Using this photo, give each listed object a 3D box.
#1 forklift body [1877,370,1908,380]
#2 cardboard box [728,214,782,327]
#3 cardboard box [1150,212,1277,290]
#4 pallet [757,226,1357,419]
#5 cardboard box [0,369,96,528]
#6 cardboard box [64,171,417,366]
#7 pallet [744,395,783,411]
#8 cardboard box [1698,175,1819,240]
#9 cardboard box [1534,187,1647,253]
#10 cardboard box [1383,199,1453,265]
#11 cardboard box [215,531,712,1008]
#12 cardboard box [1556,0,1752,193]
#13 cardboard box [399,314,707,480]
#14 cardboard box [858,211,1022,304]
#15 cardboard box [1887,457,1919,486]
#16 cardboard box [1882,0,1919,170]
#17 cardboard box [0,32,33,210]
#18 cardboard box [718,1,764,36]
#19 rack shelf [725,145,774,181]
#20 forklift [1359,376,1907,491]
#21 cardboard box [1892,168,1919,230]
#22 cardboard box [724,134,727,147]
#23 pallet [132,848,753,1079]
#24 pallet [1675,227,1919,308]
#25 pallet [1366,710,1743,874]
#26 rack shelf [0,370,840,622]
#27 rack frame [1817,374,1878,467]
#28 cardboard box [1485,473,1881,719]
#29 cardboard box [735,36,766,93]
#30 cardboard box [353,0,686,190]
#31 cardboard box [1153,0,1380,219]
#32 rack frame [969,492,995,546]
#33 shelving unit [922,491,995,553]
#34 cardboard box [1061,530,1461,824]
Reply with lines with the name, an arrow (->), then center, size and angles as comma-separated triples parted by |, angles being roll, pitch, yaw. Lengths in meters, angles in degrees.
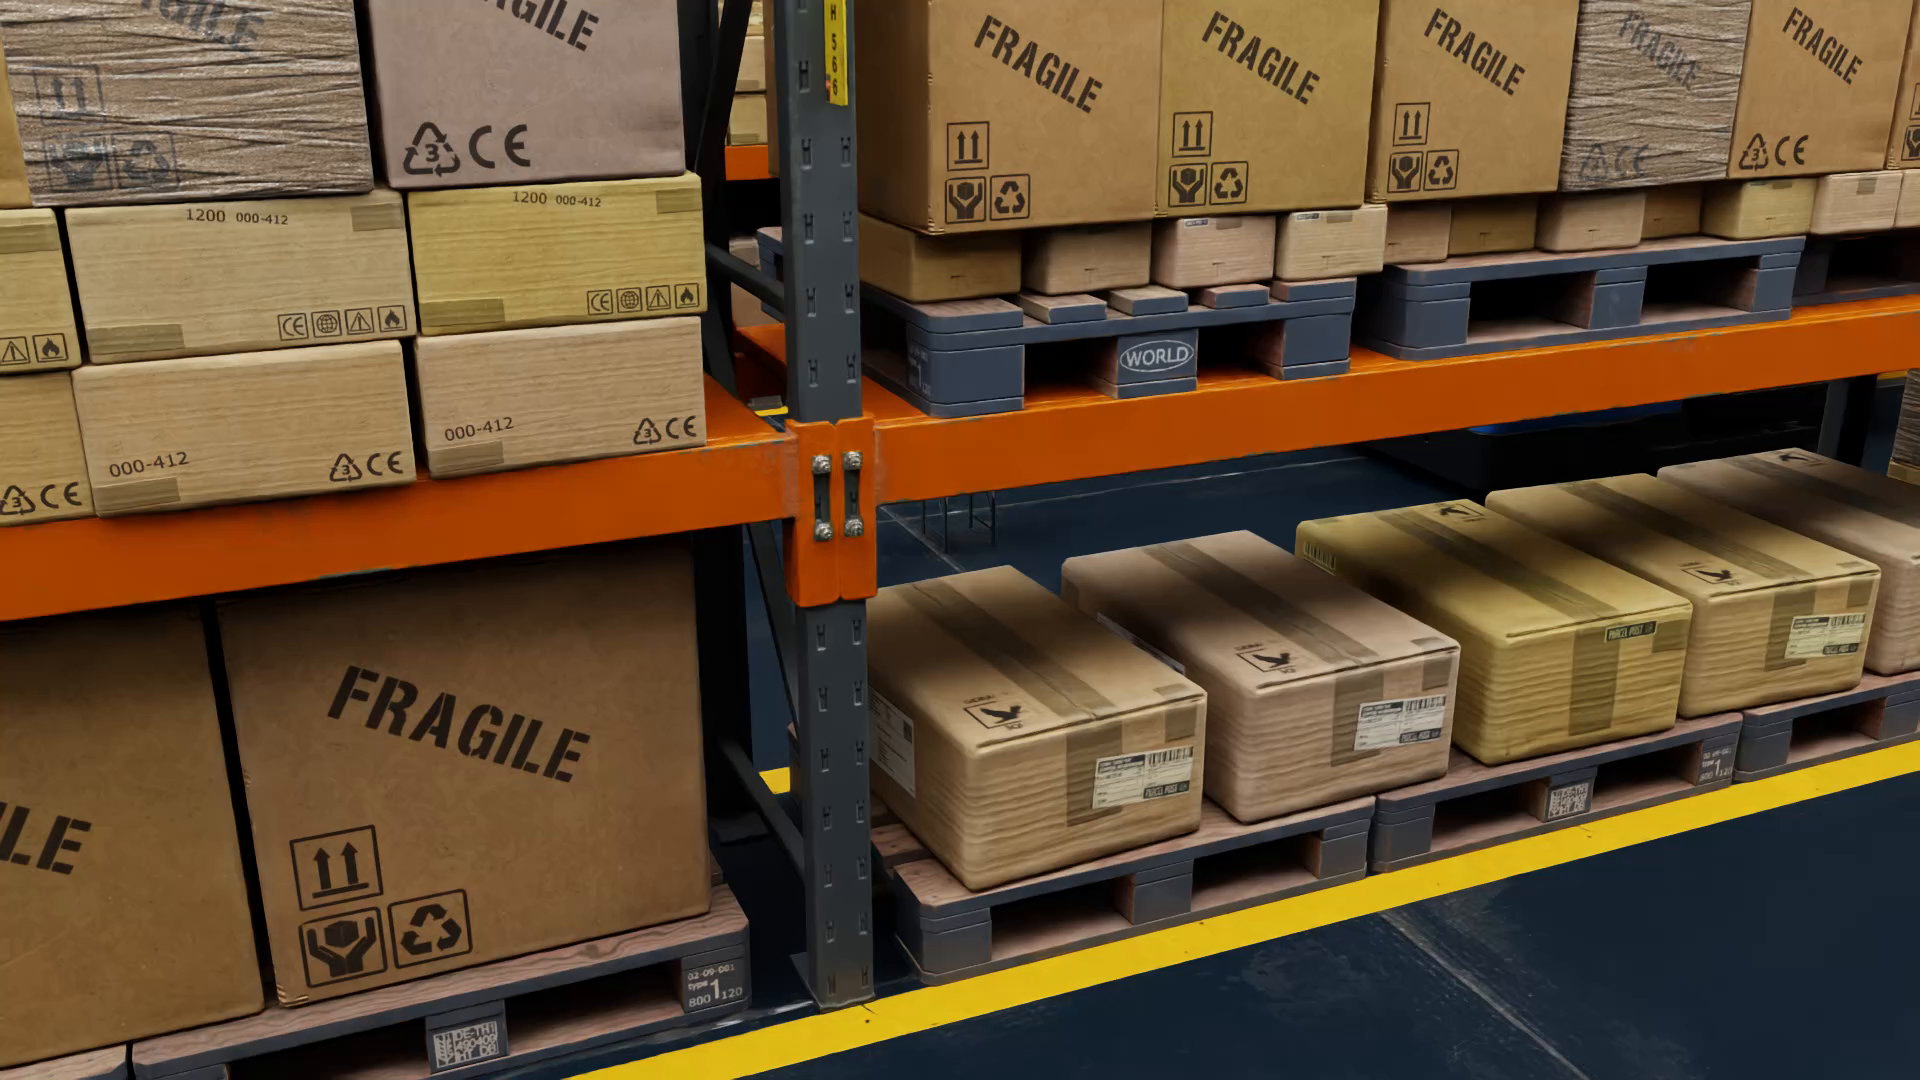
forklift body -> 3.917, -1.906, 8.698 | 1.214, 2.155, 2.313 | -8, 21, -22
cardboard box -> -1.235, -1.304, 8.653 | 0.625, 0.625, 0.875 | -7, 21, -20
cardboard box -> 0.474, -0.662, 3.630 | 0.250, 0.149, 0.380 | -10, 22, -25
pallet -> 0.172, -0.583, 3.949 | 1.003, 0.211, 1.213 | -8, 21, -22
cardboard box -> -1.734, -0.197, 2.792 | 0.500, 0.250, 0.500 | -8, 21, -22
cardboard box -> -1.254, -0.502, 2.905 | 0.500, 0.250, 0.500 | -9, 21, -23
pallet -> -1.639, -0.841, 8.594 | 1.213, 0.211, 1.003 | -8, 21, -22
cardboard box -> 1.927, -0.871, 4.226 | 0.250, 0.149, 0.380 | -8, 21, -22
cardboard box -> 1.435, -0.810, 4.053 | 0.250, 0.149, 0.380 | -7, 21, -20
cardboard box -> 0.925, -0.747, 3.873 | 0.250, 0.149, 0.380 | -7, 21, -19
cardboard box -> -1.108, 0.323, 3.656 | 0.875, 0.875, 0.875 | -8, 21, -22
cardboard box -> 1.487, -1.127, 3.976 | 0.500, 0.500, 0.500 | -9, 21, -24
cardboard box -> -0.802, -0.331, 3.170 | 0.500, 0.250, 0.500 | -9, 21, -24
cardboard box -> -0.069, -0.613, 3.491 | 0.250, 0.149, 0.380 | -9, 22, -25
cardboard box -> 3.669, -0.134, 5.894 | 0.500, 0.250, 0.500 | -7, 21, -19
cardboard box -> 2.444, -1.262, 4.360 | 0.500, 0.500, 0.500 | -8, 21, -22
cardboard box -> -1.738, -0.785, 2.578 | 0.500, 0.500, 0.500 | -8, 21, -22
cardboard box -> -1.077, -2.523, 8.044 | 0.250, 0.149, 0.380 | -8, 21, -21
rack shelf -> -0.574, -1.984, 8.723 | 4.000, 0.370, 1.077 | -8, 21, -22
forklift -> 3.325, -1.866, 7.410 | 3.031, 2.935, 1.130 | -8, 21, -22
cardboard box -> 2.397, -0.927, 4.384 | 0.250, 0.149, 0.380 | -9, 21, -23
cardboard box -> -1.442, -2.038, 8.019 | 0.500, 0.250, 0.500 | -9, 21, -23
pallet -> -1.194, 0.849, 3.793 | 1.213, 0.211, 1.003 | -8, 21, -22
pallet -> 2.473, -0.927, 4.926 | 1.213, 0.211, 1.003 | -8, 21, -22
pallet -> 1.396, 0.507, 4.765 | 1.213, 0.211, 1.003 | -8, 21, -22
rack shelf -> -2.277, 0.055, 2.931 | 4.000, 0.370, 1.077 | -8, 21, -22
rack frame -> 3.232, -1.073, 5.054 | 0.127, 3.000, 1.000 | -8, 21, -22
cardboard box -> 2.093, 0.134, 4.951 | 0.625, 0.372, 0.950 | -7, 21, -19
cardboard box -> -0.958, -2.338, 8.119 | 0.500, 0.250, 0.500 | -9, 21, -23
cardboard box -> -0.812, -0.918, 2.957 | 0.500, 0.500, 0.500 | -9, 21, -23
cardboard box -> 0.540, -0.992, 3.592 | 0.500, 0.500, 0.500 | -7, 21, -19
rack frame -> 0.086, -0.437, 6.408 | 0.006, 0.900, 0.240 | -8, 21, -22
shelving unit -> -0.007, -0.423, 6.370 | 0.210, 0.900, 0.258 | -8, 21, -22
cardboard box -> 0.757, 0.324, 4.411 | 0.625, 0.372, 0.950 | -9, 21, -23
